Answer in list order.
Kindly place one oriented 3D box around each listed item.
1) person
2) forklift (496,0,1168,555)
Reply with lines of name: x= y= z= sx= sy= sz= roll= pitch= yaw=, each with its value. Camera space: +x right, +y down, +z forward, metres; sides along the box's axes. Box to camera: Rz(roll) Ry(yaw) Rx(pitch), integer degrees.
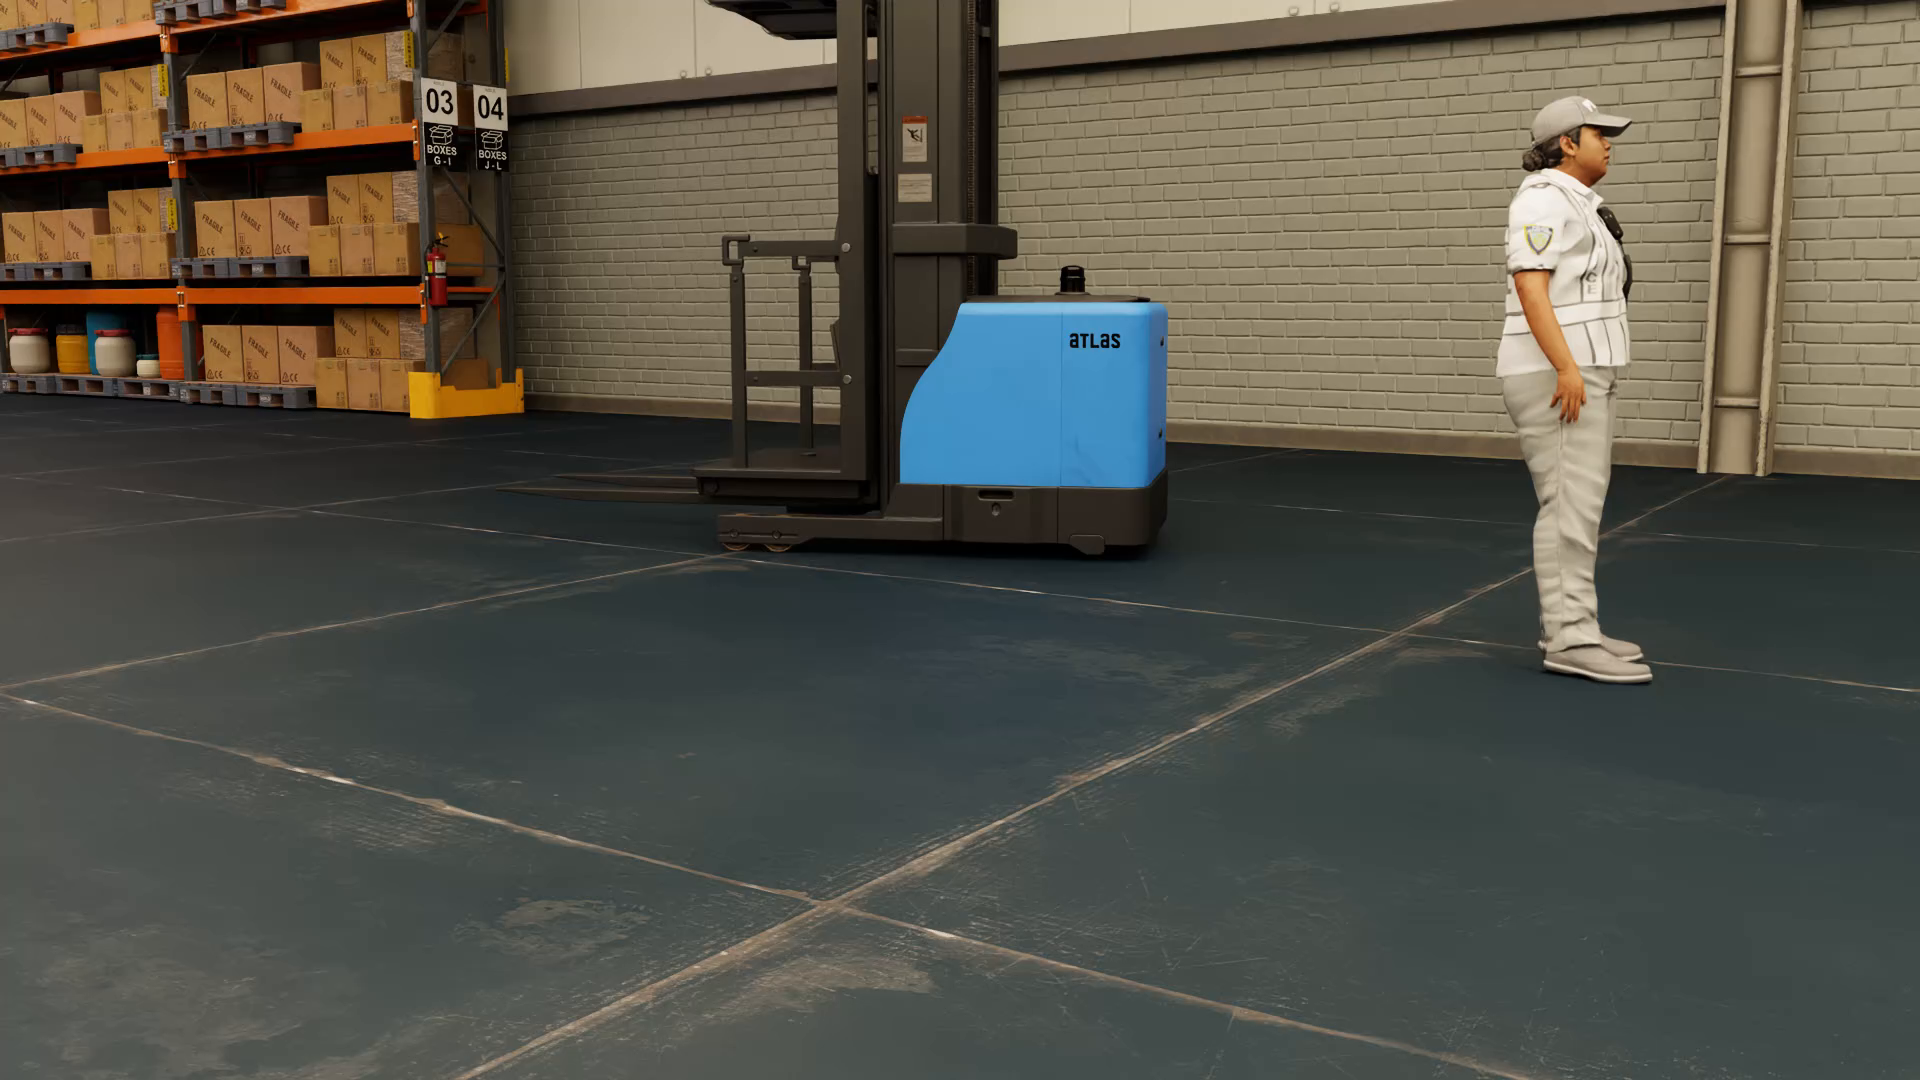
person: x=1.856 y=-0.460 z=4.925 sx=0.503 sy=1.679 sz=0.573 roll=4 pitch=9 yaw=29
forklift: x=-0.596 y=-1.469 z=7.520 sx=3.031 sy=2.935 sz=1.130 roll=2 pitch=8 yaw=12
